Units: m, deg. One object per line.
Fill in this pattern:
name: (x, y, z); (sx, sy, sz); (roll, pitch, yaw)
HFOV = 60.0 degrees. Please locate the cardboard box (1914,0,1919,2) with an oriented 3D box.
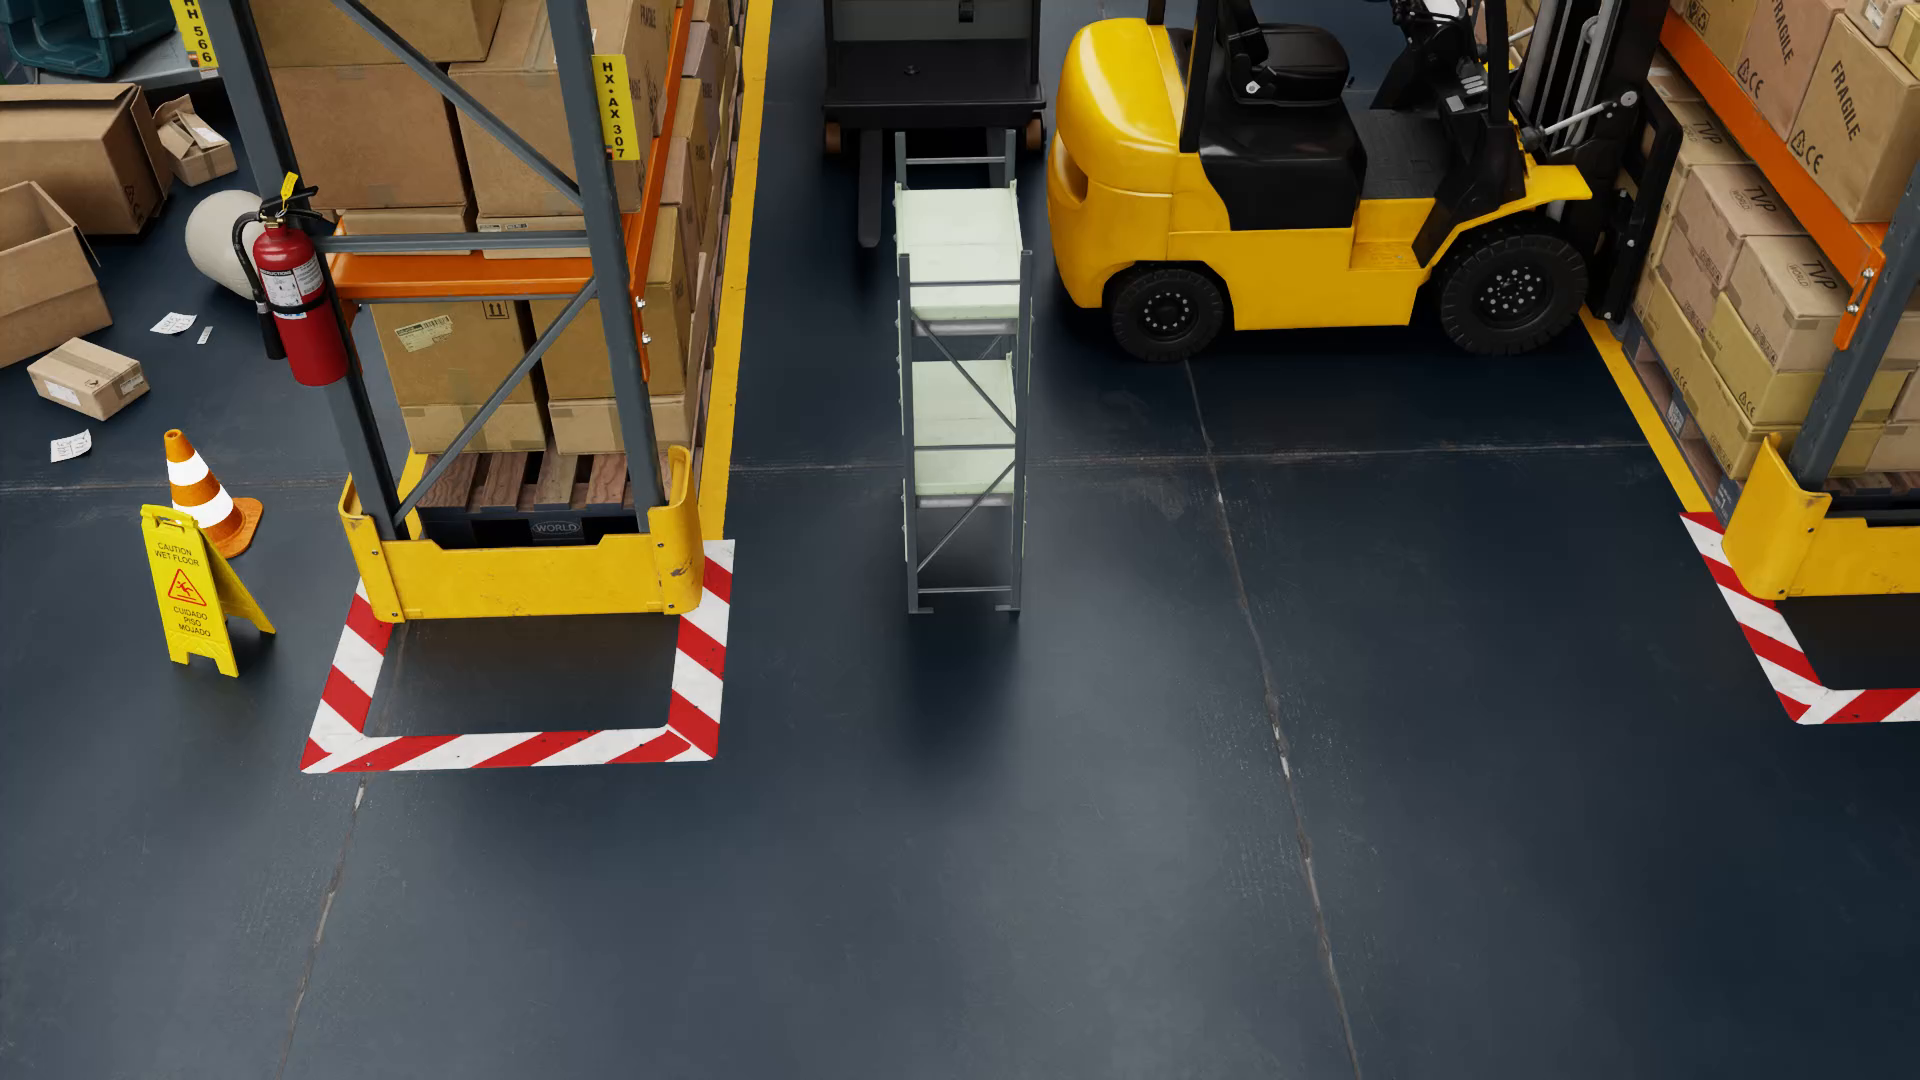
cardboard box: (3.169, -1.823, 5.245); (0.380, 0.149, 0.250); (-2, 43, -2)

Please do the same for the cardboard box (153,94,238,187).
cardboard box: (-3.803, -1.972, 8.205); (0.258, 0.266, 0.396); (-32, 51, -30)

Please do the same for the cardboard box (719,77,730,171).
cardboard box: (-1.367, -1.982, 7.917); (0.500, 0.250, 0.500); (-3, 43, -3)

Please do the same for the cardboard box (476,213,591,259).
cardboard box: (-1.331, -1.034, 5.344); (0.380, 0.149, 0.250); (-1, 43, -2)

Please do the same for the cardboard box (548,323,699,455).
cardboard box: (-1.281, -0.585, 6.393); (0.500, 0.250, 0.500); (-2, 43, -2)

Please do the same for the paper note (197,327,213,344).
paper note: (-3.274, -0.889, 7.212); (0.032, 0.001, 0.123); (-2, 43, -2)

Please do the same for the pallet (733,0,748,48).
pallet: (-1.727, -3.089, 9.464); (1.003, 0.211, 1.213); (-2, 43, -2)

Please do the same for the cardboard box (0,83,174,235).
cardboard box: (-4.175, -1.765, 7.703); (0.797, 0.637, 0.503); (-2, 43, -2)

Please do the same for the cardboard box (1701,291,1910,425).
cardboard box: (3.103, -0.681, 6.128); (0.500, 0.250, 0.500); (-2, 43, -2)

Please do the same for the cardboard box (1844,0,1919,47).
cardboard box: (3.101, -1.710, 5.342); (0.380, 0.149, 0.250); (-1, 43, -1)

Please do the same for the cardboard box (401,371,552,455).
cardboard box: (-1.827, -0.587, 6.394); (0.500, 0.250, 0.500); (-2, 43, -2)

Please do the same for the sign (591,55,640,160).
sign: (-0.981, -1.226, 4.727); (0.100, 0.325, 0.005); (-2, 43, -2)

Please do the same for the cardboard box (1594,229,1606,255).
cardboard box: (3.032, -1.510, 7.401); (0.500, 0.250, 0.500); (0, 43, 0)

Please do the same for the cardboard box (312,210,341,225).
cardboard box: (-3.007, -1.909, 7.961); (0.500, 0.500, 0.500); (27, 49, 27)

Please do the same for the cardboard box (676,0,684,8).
cardboard box: (-1.300, -2.259, 6.680); (0.380, 0.149, 0.250); (-1, 43, -1)

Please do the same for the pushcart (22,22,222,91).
pushcart: (-3.969, -2.526, 8.726); (1.648, 0.377, 0.936); (-16, 45, -16)

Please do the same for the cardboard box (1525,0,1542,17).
cardboard box: (2.985, -2.565, 7.813); (0.500, 0.250, 0.500); (-2, 43, -2)

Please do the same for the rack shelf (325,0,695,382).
rack shelf: (-1.608, -1.976, 6.719); (1.077, 0.370, 4.000); (-2, 43, -2)

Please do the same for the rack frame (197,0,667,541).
rack frame: (-1.523, -0.891, 5.003); (1.000, 3.000, 0.127); (-2, 43, -2)

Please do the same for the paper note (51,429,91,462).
paper note: (-3.552, -0.378, 6.640); (0.148, 0.019, 0.142); (-16, 45, -16)

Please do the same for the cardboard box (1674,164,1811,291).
cardboard box: (3.077, -1.193, 6.315); (0.500, 0.250, 0.500); (-1, 43, -1)

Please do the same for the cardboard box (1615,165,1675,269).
cardboard box: (3.050, -1.368, 6.877); (0.500, 0.250, 0.500); (-3, 43, -3)

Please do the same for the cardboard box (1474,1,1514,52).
cardboard box: (2.956, -2.542, 8.527); (0.500, 0.250, 0.500); (-1, 43, -1)

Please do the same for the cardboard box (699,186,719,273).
cardboard box: (-1.331, -1.298, 7.170); (0.500, 0.250, 0.500); (1, 43, 1)

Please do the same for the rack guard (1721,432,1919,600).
rack guard: (3.437, -0.099, 5.988); (1.175, 0.500, 0.348); (-2, 43, -2)

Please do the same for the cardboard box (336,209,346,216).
cardboard box: (-1.874, -1.213, 5.539); (0.380, 0.149, 0.250); (-2, 43, -2)

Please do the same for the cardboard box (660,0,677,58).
cardboard box: (-1.314, -2.059, 5.982); (0.500, 0.500, 0.500); (-2, 43, -3)

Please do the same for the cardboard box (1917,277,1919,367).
cardboard box: (3.605, -0.876, 5.970); (0.500, 0.250, 0.500); (-2, 43, -2)

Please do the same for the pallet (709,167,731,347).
pallet: (-1.574, -1.286, 7.497); (1.003, 0.211, 1.213); (-2, 43, -2)

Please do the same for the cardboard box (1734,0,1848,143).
cardboard box: (3.140, -1.748, 5.864); (0.500, 0.500, 0.500); (0, 43, 0)

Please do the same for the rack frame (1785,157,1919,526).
rack frame: (3.436, -1.036, 5.161); (1.000, 3.000, 0.127); (-2, 43, -2)

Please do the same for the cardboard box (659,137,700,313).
cardboard box: (-1.309, -1.230, 6.542); (0.500, 0.500, 0.500); (-3, 43, -3)

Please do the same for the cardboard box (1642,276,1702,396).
cardboard box: (3.089, -0.822, 6.651); (0.500, 0.250, 0.500); (-2, 43, -2)

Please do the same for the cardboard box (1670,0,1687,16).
cardboard box: (3.086, -2.433, 6.611); (0.500, 0.500, 0.500); (-1, 43, -2)

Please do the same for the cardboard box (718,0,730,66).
cardboard box: (-1.400, -2.618, 8.055); (0.500, 0.500, 0.500); (-2, 43, -2)

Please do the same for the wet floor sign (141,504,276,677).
wet floor sign: (-2.584, 0.135, 5.625); (0.267, 0.644, 0.232); (12, 44, 13)

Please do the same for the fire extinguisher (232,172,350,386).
fire extinguisher: (-1.979, -0.772, 4.930); (0.296, 0.674, 0.183); (-2, 43, -2)

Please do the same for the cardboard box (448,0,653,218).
cardboard box: (-1.266, -1.366, 5.226); (0.500, 0.500, 0.500); (-2, 43, -2)

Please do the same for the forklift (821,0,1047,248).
forklift: (-0.139, -3.237, 7.613); (1.130, 2.935, 3.031); (-1, 43, -1)

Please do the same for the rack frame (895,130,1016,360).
rack frame: (-0.015, -0.795, 6.008); (0.400, 1.500, 0.023); (-2, 43, -2)

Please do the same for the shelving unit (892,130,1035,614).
shelving unit: (0.000, -0.548, 5.738); (0.431, 1.500, 0.755); (-2, 43, -2)

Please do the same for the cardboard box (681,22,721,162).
cardboard box: (-1.353, -1.930, 7.305); (0.500, 0.500, 0.500); (0, 43, 0)

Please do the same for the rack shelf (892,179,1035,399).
rack shelf: (0.000, -0.836, 5.475); (0.431, 0.370, 0.720); (-2, 43, -2)

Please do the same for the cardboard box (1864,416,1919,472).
cardboard box: (3.611, -0.515, 6.316); (0.500, 0.250, 0.500); (-1, 43, -2)

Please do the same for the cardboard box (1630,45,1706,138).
cardboard box: (3.032, -1.875, 7.060); (0.500, 0.250, 0.500); (-2, 43, -3)

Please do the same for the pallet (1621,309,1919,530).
pallet: (3.362, -0.524, 6.665); (1.003, 0.211, 1.213); (-2, 43, -2)

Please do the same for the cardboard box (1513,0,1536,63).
cardboard box: (3.002, -2.387, 7.988); (0.500, 0.250, 0.500); (-2, 43, -2)
